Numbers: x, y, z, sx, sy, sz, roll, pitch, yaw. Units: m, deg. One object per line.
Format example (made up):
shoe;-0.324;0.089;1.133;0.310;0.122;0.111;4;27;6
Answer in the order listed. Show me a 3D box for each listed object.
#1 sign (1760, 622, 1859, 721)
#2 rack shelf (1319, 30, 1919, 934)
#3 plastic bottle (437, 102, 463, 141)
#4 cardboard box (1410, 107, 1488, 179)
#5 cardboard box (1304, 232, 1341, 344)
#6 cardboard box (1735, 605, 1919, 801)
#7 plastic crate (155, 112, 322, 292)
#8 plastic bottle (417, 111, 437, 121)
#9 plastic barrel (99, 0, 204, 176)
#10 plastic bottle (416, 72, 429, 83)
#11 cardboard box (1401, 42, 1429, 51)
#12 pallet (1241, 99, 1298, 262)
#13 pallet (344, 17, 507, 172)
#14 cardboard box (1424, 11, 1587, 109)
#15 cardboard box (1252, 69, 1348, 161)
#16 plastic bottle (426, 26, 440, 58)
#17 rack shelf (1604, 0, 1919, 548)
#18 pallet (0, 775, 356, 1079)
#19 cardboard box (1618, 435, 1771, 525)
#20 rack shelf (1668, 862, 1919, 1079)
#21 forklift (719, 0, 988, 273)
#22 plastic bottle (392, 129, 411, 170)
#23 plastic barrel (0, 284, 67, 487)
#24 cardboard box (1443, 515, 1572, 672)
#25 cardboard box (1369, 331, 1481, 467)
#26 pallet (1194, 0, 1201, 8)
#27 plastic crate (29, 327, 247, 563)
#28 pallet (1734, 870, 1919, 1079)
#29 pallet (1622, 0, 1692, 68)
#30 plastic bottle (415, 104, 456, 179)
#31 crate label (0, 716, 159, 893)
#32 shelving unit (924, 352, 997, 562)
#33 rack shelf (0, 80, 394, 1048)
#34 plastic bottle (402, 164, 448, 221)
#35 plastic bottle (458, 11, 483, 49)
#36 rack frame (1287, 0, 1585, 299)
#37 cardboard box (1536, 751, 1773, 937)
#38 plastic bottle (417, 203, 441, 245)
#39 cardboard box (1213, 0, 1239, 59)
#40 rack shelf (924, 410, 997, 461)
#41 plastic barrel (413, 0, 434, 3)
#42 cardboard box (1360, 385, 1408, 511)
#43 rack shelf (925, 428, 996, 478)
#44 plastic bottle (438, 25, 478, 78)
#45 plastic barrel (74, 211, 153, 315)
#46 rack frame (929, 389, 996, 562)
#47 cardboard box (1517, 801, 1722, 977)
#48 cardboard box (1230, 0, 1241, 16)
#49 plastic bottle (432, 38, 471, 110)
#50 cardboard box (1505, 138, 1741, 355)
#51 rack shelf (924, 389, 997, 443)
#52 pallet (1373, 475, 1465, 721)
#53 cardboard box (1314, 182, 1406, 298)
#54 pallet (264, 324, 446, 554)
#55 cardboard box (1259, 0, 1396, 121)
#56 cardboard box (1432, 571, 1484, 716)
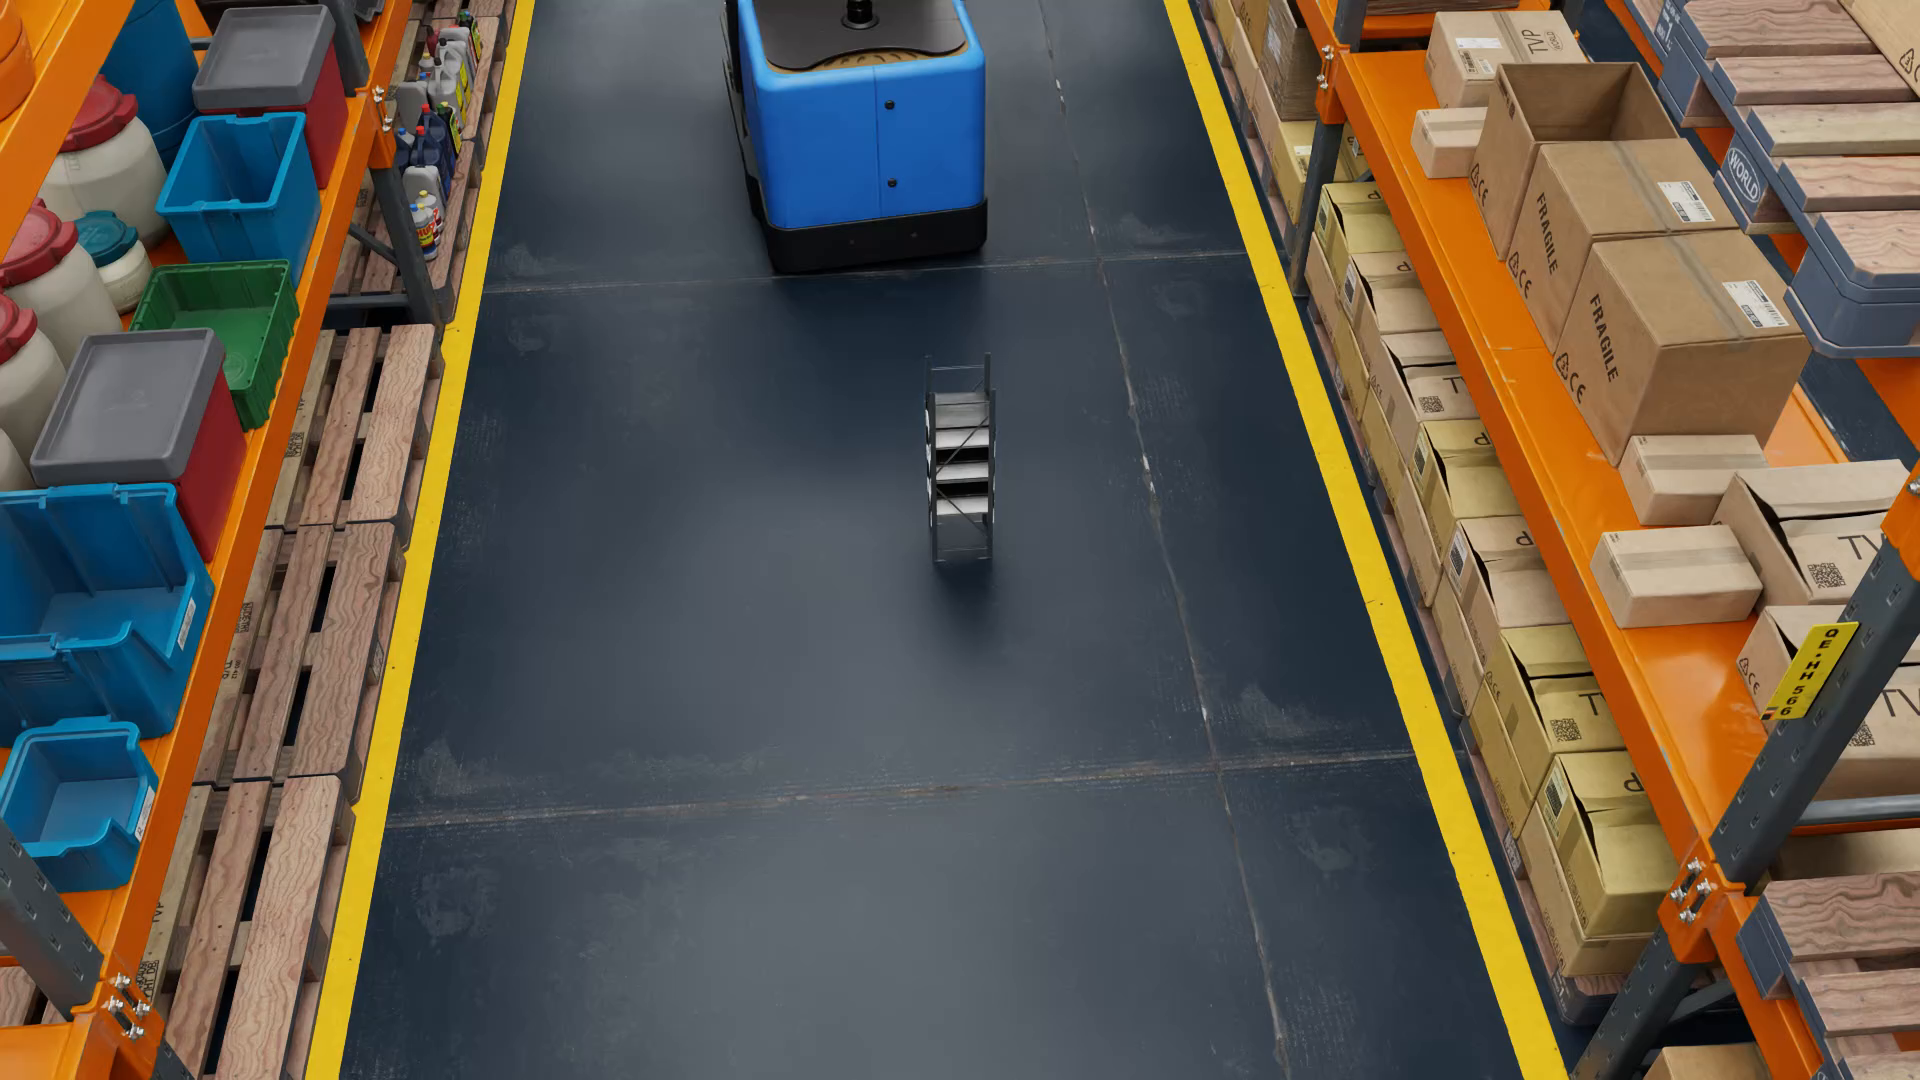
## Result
sign;1.842;0.289;3.613;0.100;0.325;0.005;-3;47;-3
rack shelf;2.228;-0.549;5.700;1.077;0.370;4.000;-3;47;-3
plastic bottle;-2.546;-2.086;8.284;0.097;0.201;0.097;0;47;0
cardboard box;1.931;-1.504;6.281;0.380;0.149;0.250;-3;47;-3
cardboard box;1.847;-1.135;7.364;0.500;0.250;0.500;-5;47;-4
cardboard box;2.408;0.415;4.352;0.500;0.311;0.500;-1;47;-1
plastic crate;-2.474;-1.160;5.794;0.392;0.384;0.575;-3;47;-3
plastic bottle;-2.595;-2.008;8.162;0.097;0.271;0.097;0;47;0
plastic barrel;-3.146;-1.820;6.062;0.600;0.901;0.708;-3;47;-3
plastic bottle;-2.714;-2.283;8.471;0.097;0.201;0.097;0;47;0
cardboard box;2.333;-2.055;7.718;0.500;0.500;0.500;-3;47;-3
pallet;2.035;-1.863;8.369;1.003;0.211;1.213;-3;47;-3
pallet;-2.996;-2.359;8.839;1.003;0.211;1.213;-3;47;-3
cardboard box;2.145;-1.838;6.528;0.500;0.250;0.500;-1;47;-1
cardboard box;1.772;-2.127;8.303;0.500;0.250;0.500;-3;47;-3
plastic bottle;-2.732;-2.563;8.680;0.061;0.283;0.133;-3;47;-3
rack shelf;2.228;-1.581;4.610;1.077;0.370;4.000;-3;47;-3
pallet;-2.567;1.345;5.331;1.003;0.211;1.213;-3;47;-3
cardboard box;2.232;-0.182;5.030;0.380;0.149;0.250;0;47;0
rack shelf;2.563;2.345;2.959;1.077;0.370;4.000;-3;47;-3
forklift;-0.670;-3.355;7.909;1.130;2.935;3.031;-9;47;-8
plastic bottle;-2.674;-1.786;7.897;0.144;0.351;0.185;-3;47;-3
plastic barrel;-2.917;-0.442;5.009;0.433;0.535;0.433;0;47;0
cardboard box;2.016;0.154;5.757;0.500;0.311;0.500;-4;47;-4
cardboard box;1.928;-0.584;6.456;0.500;0.311;0.500;-5;47;-5
pallet;1.831;-3.628;10.040;1.003;0.211;1.213;-3;47;-3
plastic crate;-2.371;-0.261;4.887;0.402;0.464;0.583;-3;47;-3
pallet;2.522;1.203;3.677;1.213;0.211;1.003;-3;47;-3
pallet;2.153;-1.610;4.273;1.003;0.211;1.213;-2;47;-1
plastic bottle;-2.546;-1.931;8.035;0.144;0.351;0.185;-5;47;-5
crate label;-2.203;0.679;4.156;0.303;0.233;0.416;-3;47;-3
shelving unit;0.001;-0.304;6.418;0.258;0.900;0.210;-3;47;-3
rack shelf;-2.709;-0.251;5.417;1.077;0.370;4.000;-3;47;-3
plastic bottle;-2.520;-1.649;7.819;0.152;0.276;0.135;-2;47;-2
plastic bottle;-2.620;-2.726;8.890;0.097;0.201;0.097;0;47;0
rack frame;2.060;-2.243;6.809;1.000;3.000;0.127;-3;47;-3
cardboard box;2.106;0.895;5.055;0.500;0.311;0.500;-2;47;-2
plastic bottle;-2.474;-1.465;7.696;0.097;0.201;0.097;0;47;0
cardboard box;1.673;-2.850;8.987;0.500;0.250;0.500;-3;47;-3
rack shelf;0.001;-0.404;6.311;0.258;0.077;0.200;-3;47;-3
plastic barrel;-3.038;-3.294;9.228;0.421;0.512;0.421;0;47;0
cardboard box;1.935;-0.391;6.659;0.500;0.250;0.500;-5;47;-5
rack shelf;0.001;-0.343;6.377;0.258;0.077;0.200;-3;47;-3
plastic bottle;-2.626;-2.568;8.689;0.152;0.276;0.135;-3;47;-3
plastic barrel;-2.918;-0.931;5.661;0.301;0.262;0.301;0;47;0
rack frame;0.009;-0.230;6.348;0.240;0.900;0.006;-3;47;-3
cardboard box;2.108;1.086;5.260;0.500;0.250;0.500;-2;47;-2
cardboard box;1.672;-3.107;8.715;0.500;0.500;0.500;-3;47;-3
plastic bottle;-2.597;-2.373;8.453;0.144;0.351;0.185;-2;47;-2
cardboard box;2.194;-0.978;5.541;0.500;0.500;0.500;-3;47;-3
rack shelf;0.001;-0.466;6.246;0.258;0.077;0.200;-3;47;-3
pallet;2.266;0.131;6.481;1.003;0.211;1.213;-3;47;-3
cardboard box;1.847;-1.321;7.153;0.500;0.311;0.500;-3;47;-3
pallet;-2.772;-0.420;7.003;1.003;0.211;1.213;-3;47;-3
cardboard box;1.773;-2.385;8.031;0.500;0.500;0.500;-3;47;-3
cardboard box;2.022;0.349;5.958;0.500;0.250;0.500;-3;47;-2
